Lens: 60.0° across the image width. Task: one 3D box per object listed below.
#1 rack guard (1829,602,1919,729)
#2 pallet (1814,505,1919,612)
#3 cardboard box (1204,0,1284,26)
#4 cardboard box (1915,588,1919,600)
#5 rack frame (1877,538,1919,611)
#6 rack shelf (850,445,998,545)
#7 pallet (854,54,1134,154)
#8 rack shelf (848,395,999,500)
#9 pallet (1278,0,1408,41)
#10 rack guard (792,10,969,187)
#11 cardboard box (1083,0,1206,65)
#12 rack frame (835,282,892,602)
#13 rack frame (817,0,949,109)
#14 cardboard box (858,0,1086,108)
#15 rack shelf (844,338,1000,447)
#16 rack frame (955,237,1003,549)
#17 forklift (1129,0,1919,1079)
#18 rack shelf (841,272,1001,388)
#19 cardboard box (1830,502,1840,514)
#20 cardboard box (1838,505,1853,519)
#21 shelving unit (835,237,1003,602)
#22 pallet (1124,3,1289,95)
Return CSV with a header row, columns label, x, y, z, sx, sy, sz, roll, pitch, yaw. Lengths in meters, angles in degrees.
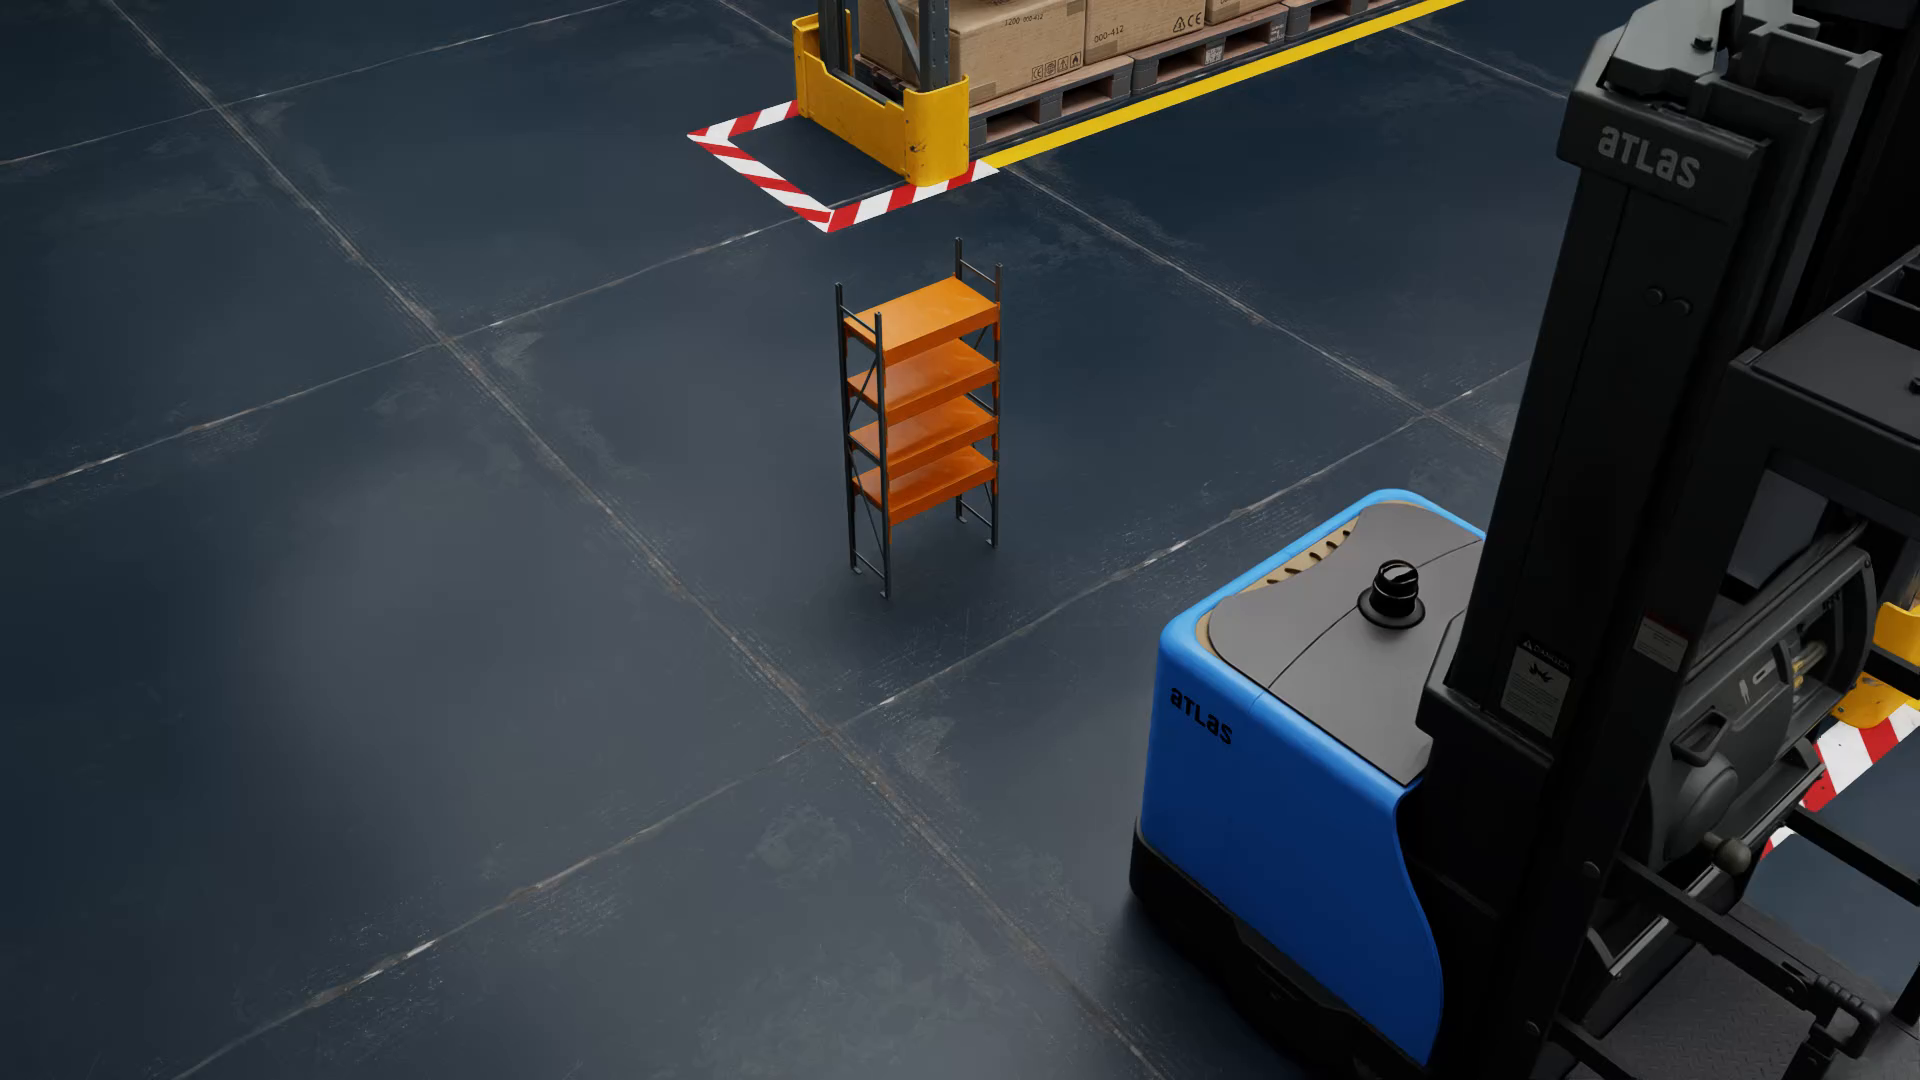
label,x,y,z,sx,sy,sz,roll,pitch,yaw
rack guard,2.755,0.087,5.749,0.348,0.500,1.175,-26,46,-28
pallet,3.420,-0.097,6.202,1.213,0.211,1.003,-26,46,-28
cardboard box,1.497,-3.483,9.819,0.875,0.438,0.875,-27,47,-29
cardboard box,3.305,0.049,5.742,0.250,0.149,0.380,-25,46,-27
rack frame,2.694,-0.850,4.921,0.127,3.000,1.000,-26,46,-28
rack shelf,-0.131,-0.194,5.960,0.480,0.148,0.258,-26,46,-28
pallet,0.184,-2.570,9.217,1.213,0.211,1.003,-26,46,-28
rack shelf,-0.131,-0.348,5.834,0.480,0.148,0.258,-26,46,-28
pallet,2.119,-3.513,10.366,1.213,0.211,1.003,-26,46,-28
rack guard,-0.421,-2.324,8.689,0.348,0.500,1.175,-26,46,-28
cardboard box,0.781,-3.135,9.396,0.875,0.438,0.875,-25,45,-27
rack frame,-0.325,-0.306,5.677,0.015,1.200,0.240,-26,46,-28
rack frame,-0.402,-3.300,7.908,0.127,3.000,1.000,-26,46,-28
cardboard box,0.060,-2.777,8.959,0.875,0.438,0.875,-28,47,-29
rack shelf,-0.131,-0.521,5.692,0.480,0.148,0.258,-26,46,-28
rack frame,0.062,-0.494,5.906,0.015,1.200,0.240,-26,46,-28
forklift,1.844,0.431,3.414,1.130,2.935,3.031,-29,47,-30
rack shelf,-0.131,-0.704,5.542,0.480,0.148,0.258,-26,46,-28
cardboard box,2.985,-0.218,6.068,0.250,0.149,0.380,-25,46,-27
cardboard box,3.266,-0.098,5.687,0.250,0.149,0.380,-24,45,-26
shelving unit,-0.131,-0.400,5.791,0.503,1.200,0.258,-26,46,-28
pallet,1.151,-3.039,9.788,1.213,0.211,1.003,-26,46,-28
